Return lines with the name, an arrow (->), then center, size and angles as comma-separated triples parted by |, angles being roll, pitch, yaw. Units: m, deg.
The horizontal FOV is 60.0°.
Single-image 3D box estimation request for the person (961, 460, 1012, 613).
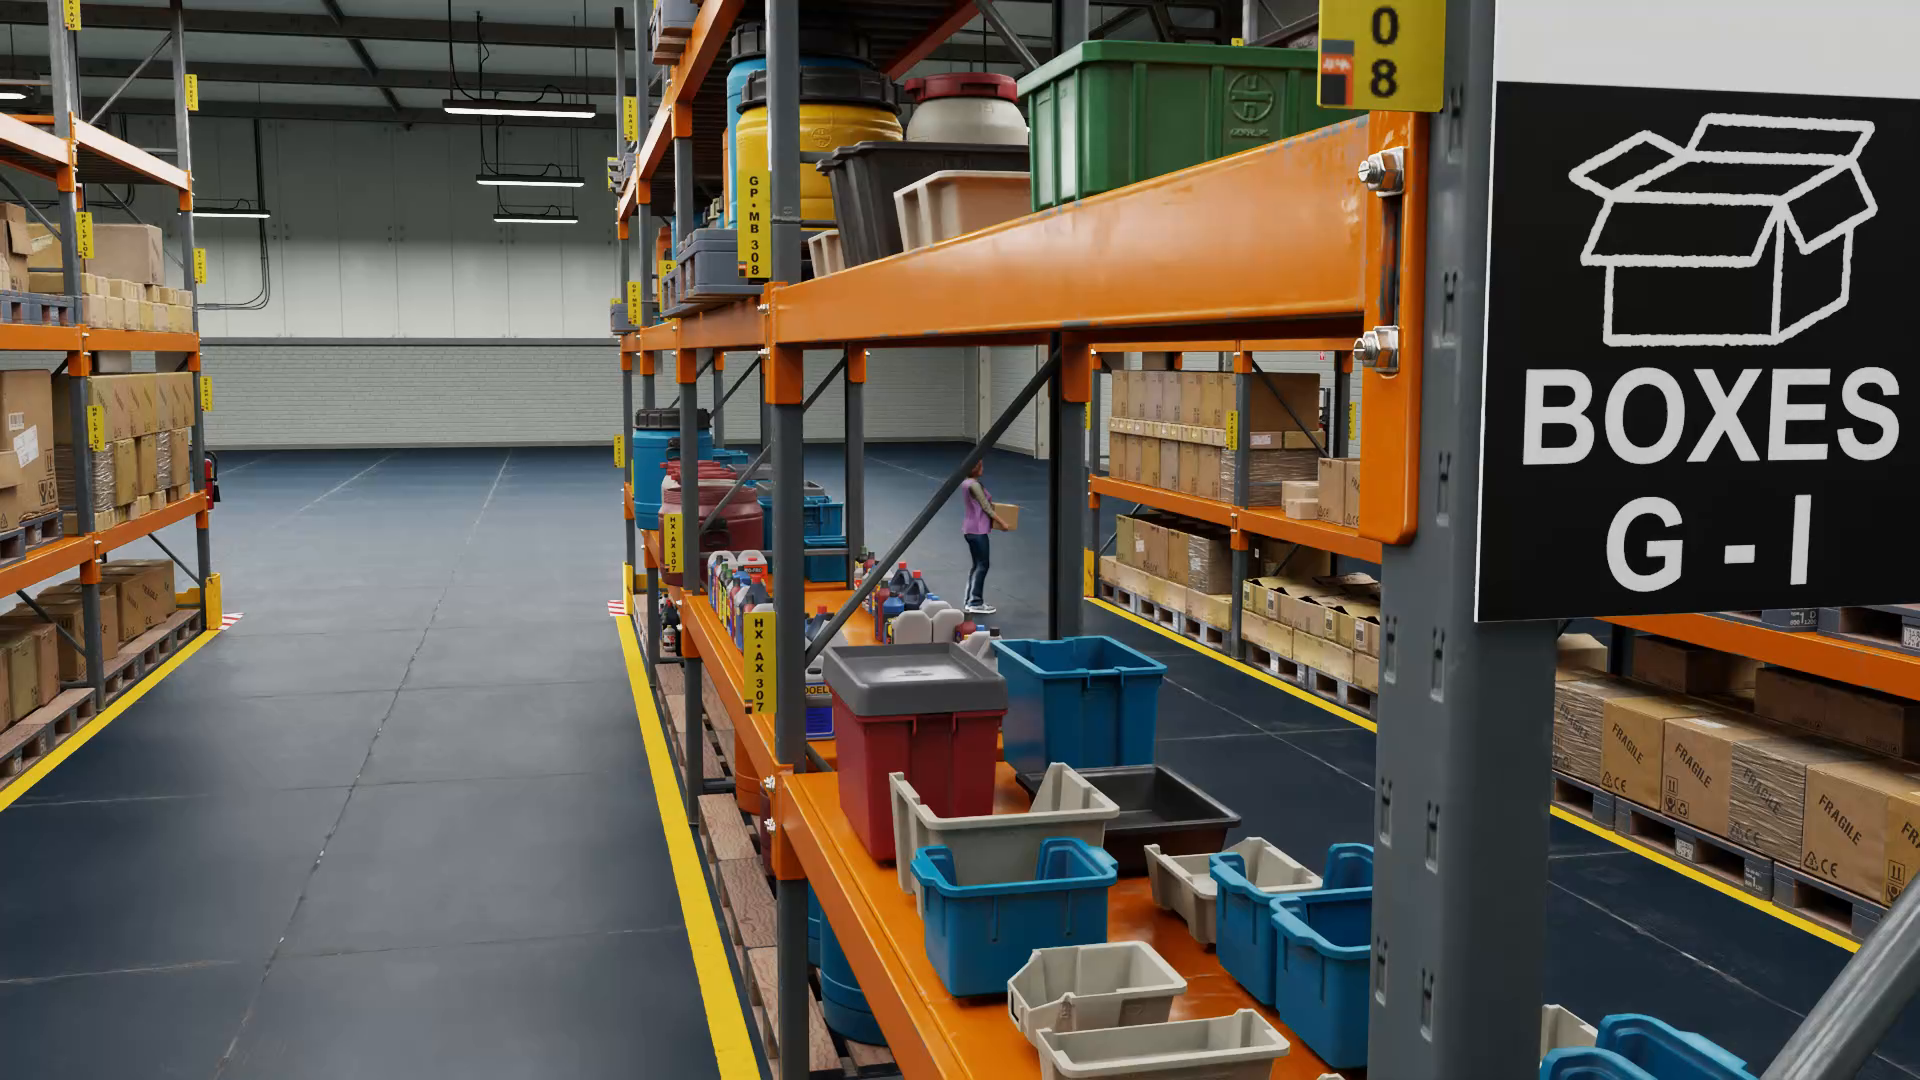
person -> 0.259, -0.060, 16.942 | 0.500, 1.588, 0.407 | -2, 7, -14
